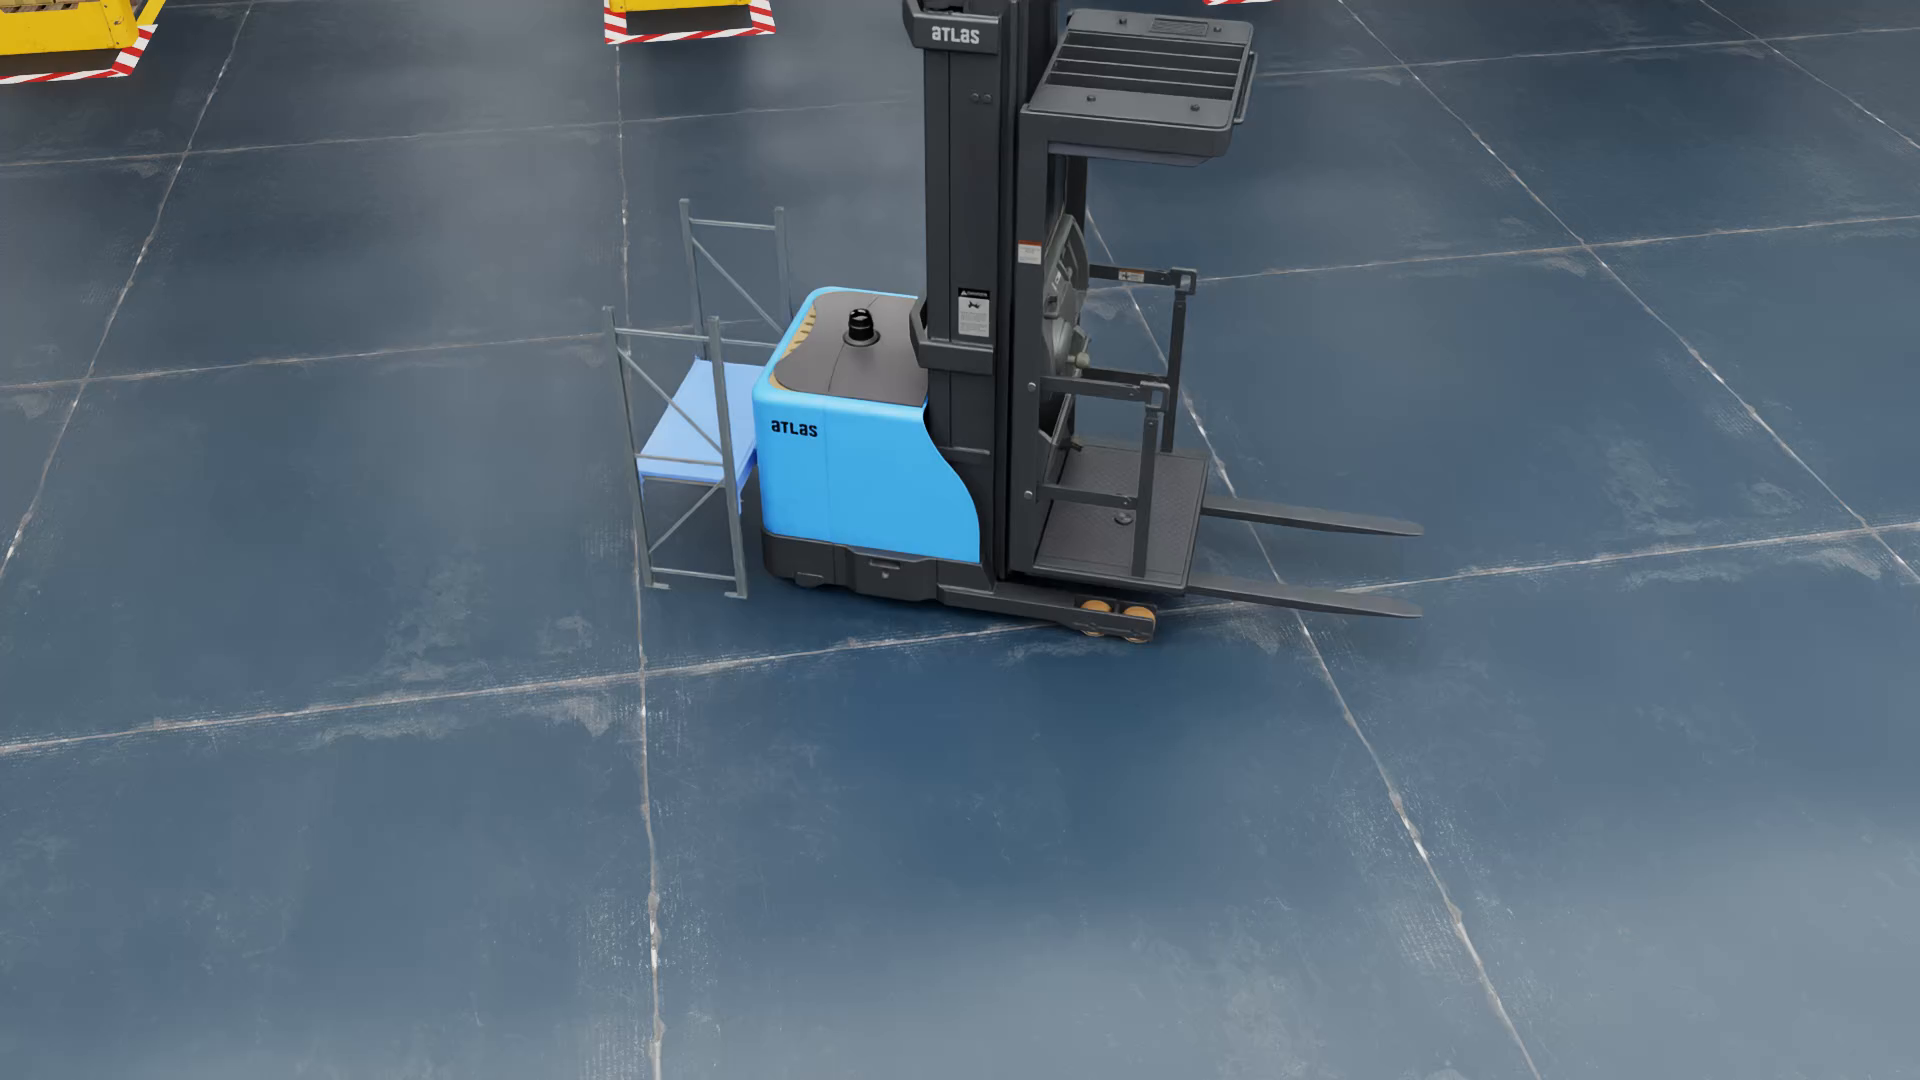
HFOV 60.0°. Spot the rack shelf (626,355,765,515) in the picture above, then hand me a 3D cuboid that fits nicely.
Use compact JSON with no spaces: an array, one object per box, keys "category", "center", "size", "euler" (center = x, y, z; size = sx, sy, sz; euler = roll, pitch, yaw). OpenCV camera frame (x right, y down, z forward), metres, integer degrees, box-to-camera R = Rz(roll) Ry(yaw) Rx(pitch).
[{"category":"rack shelf","center":[-1.150,-0.516,7.883],"size":[0.538,0.185,1.000],"euler":[6,38,9]}]

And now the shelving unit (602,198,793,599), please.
[{"category":"shelving unit","center":[-1.151,-0.658,7.773],"size":[0.538,1.500,1.048],"euler":[6,38,9]}]

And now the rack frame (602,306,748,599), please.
[{"category":"rack frame","center":[-1.245,-0.351,7.379],"size":[0.500,1.500,0.032],"euler":[6,38,9]}]

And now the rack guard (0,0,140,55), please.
[{"category":"rack guard","center":[-7.163,-4.139,13.071],"size":[1.175,0.500,0.348],"euler":[-6,38,-8]}]

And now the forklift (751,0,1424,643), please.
[{"category":"forklift","center":[0.642,-1.050,7.113],"size":[3.031,2.935,1.130],"euler":[8,39,10]}]

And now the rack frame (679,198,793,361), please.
[{"category":"rack frame","center":[-1.057,-0.964,8.168],"size":[0.500,1.500,0.032],"euler":[6,38,9]}]

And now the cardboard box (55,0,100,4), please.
[{"category":"cardboard box","center":[-7.042,-4.569,13.485],"size":[0.500,0.250,0.500],"euler":[-6,38,-8]}]

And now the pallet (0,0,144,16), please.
[{"category":"pallet","center":[-7.343,-4.497,13.767],"size":[1.003,0.211,1.213],"euler":[-6,38,-8]}]

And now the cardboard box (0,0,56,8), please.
[{"category":"cardboard box","center":[-7.552,-4.513,13.413],"size":[0.500,0.250,0.500],"euler":[-6,38,-8]}]

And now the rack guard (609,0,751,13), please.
[{"category":"rack guard","center":[-2.350,-4.725,13.825],"size":[1.175,0.500,0.348],"euler":[-6,38,-8]}]
